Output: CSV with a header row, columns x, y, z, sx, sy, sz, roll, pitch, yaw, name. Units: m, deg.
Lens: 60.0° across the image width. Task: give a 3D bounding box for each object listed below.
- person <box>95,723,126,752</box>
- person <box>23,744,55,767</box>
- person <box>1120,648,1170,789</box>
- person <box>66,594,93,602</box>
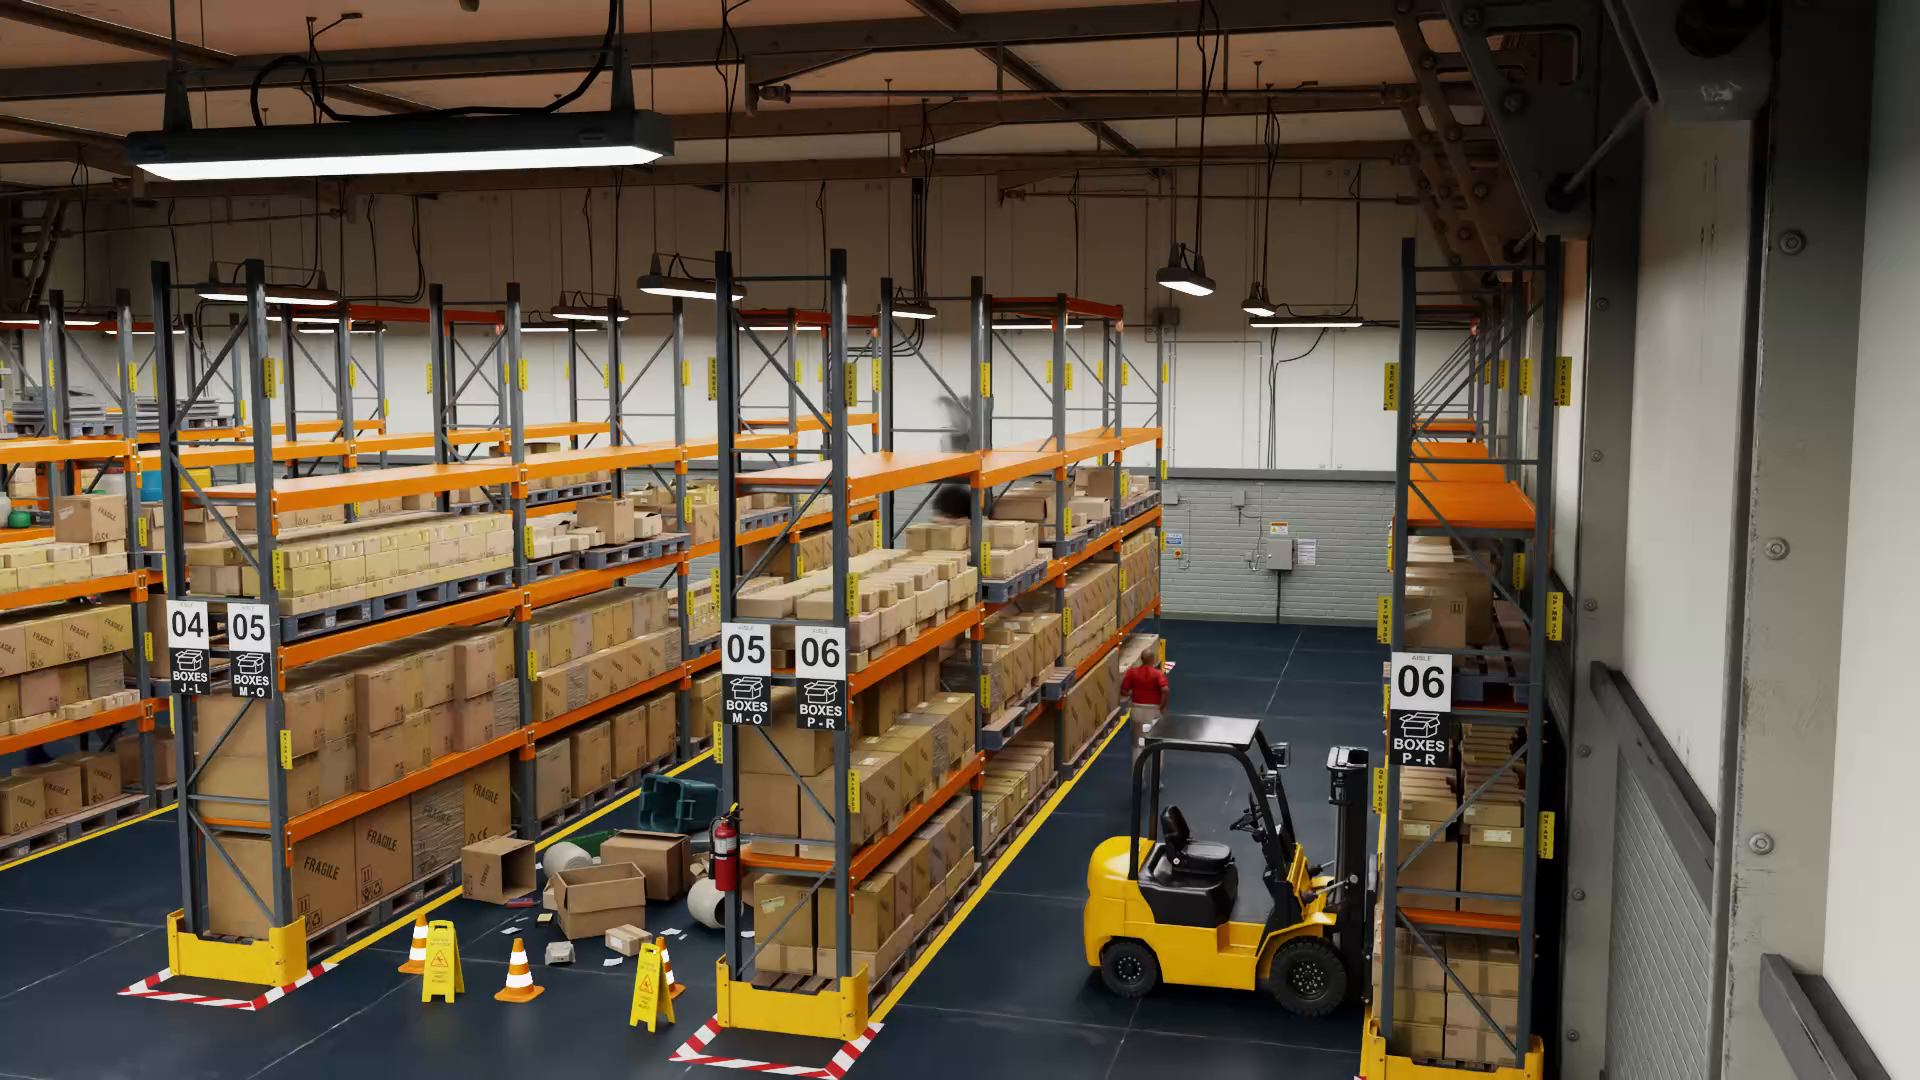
x,y,z,sx,sy,sz,roll,pitch,yaw,name
-11.418,2.043,22.078,0.569,1.605,0.554,2,6,17,person
-11.154,2.217,20.022,0.598,1.639,0.933,1,6,6,person
2.266,2.193,20.219,0.651,1.775,0.751,2,6,16,person
-15.335,1.219,28.644,0.683,1.771,0.969,0,6,4,person
